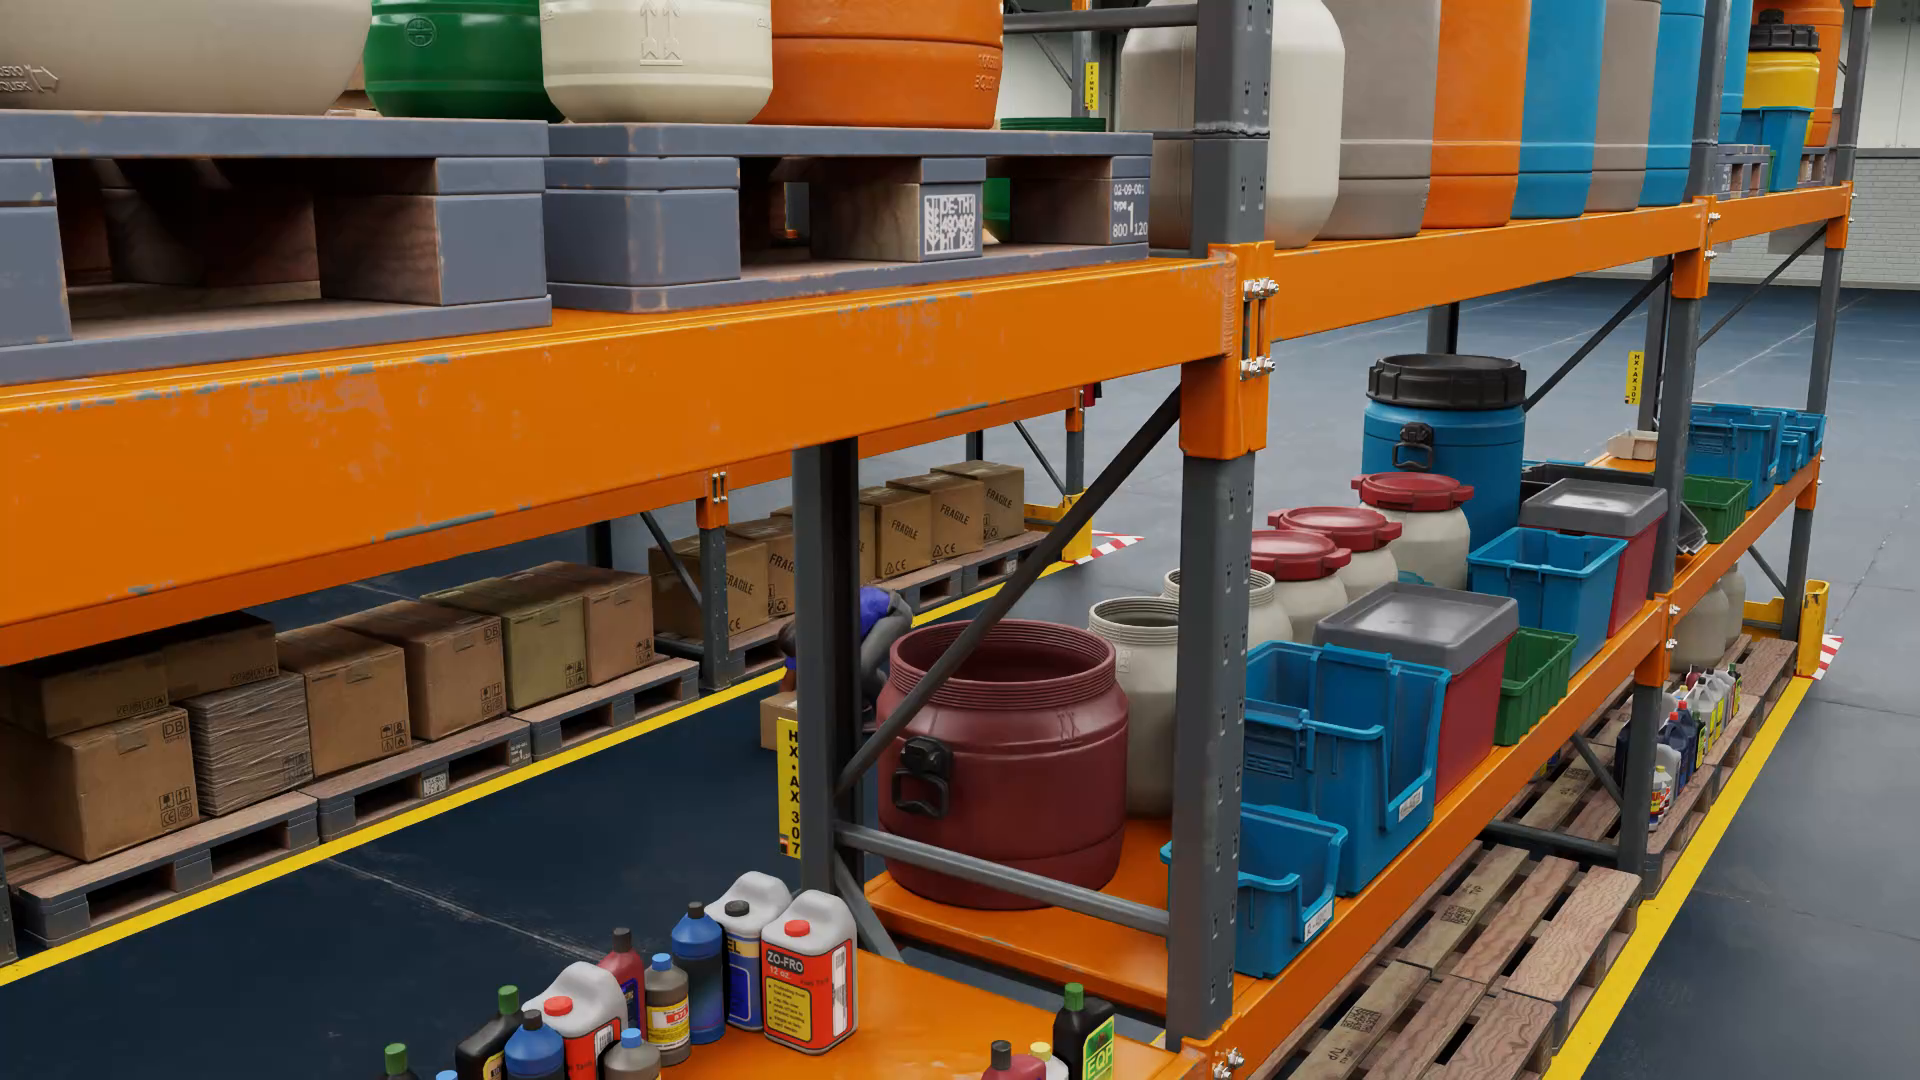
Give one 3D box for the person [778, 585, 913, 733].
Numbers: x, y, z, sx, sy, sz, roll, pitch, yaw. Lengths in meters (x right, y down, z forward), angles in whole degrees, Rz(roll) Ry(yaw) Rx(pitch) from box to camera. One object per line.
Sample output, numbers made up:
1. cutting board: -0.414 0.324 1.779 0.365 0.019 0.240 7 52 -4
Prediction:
1. person: -0.621 0.651 8.737 0.469 0.766 0.883 11 17 40
